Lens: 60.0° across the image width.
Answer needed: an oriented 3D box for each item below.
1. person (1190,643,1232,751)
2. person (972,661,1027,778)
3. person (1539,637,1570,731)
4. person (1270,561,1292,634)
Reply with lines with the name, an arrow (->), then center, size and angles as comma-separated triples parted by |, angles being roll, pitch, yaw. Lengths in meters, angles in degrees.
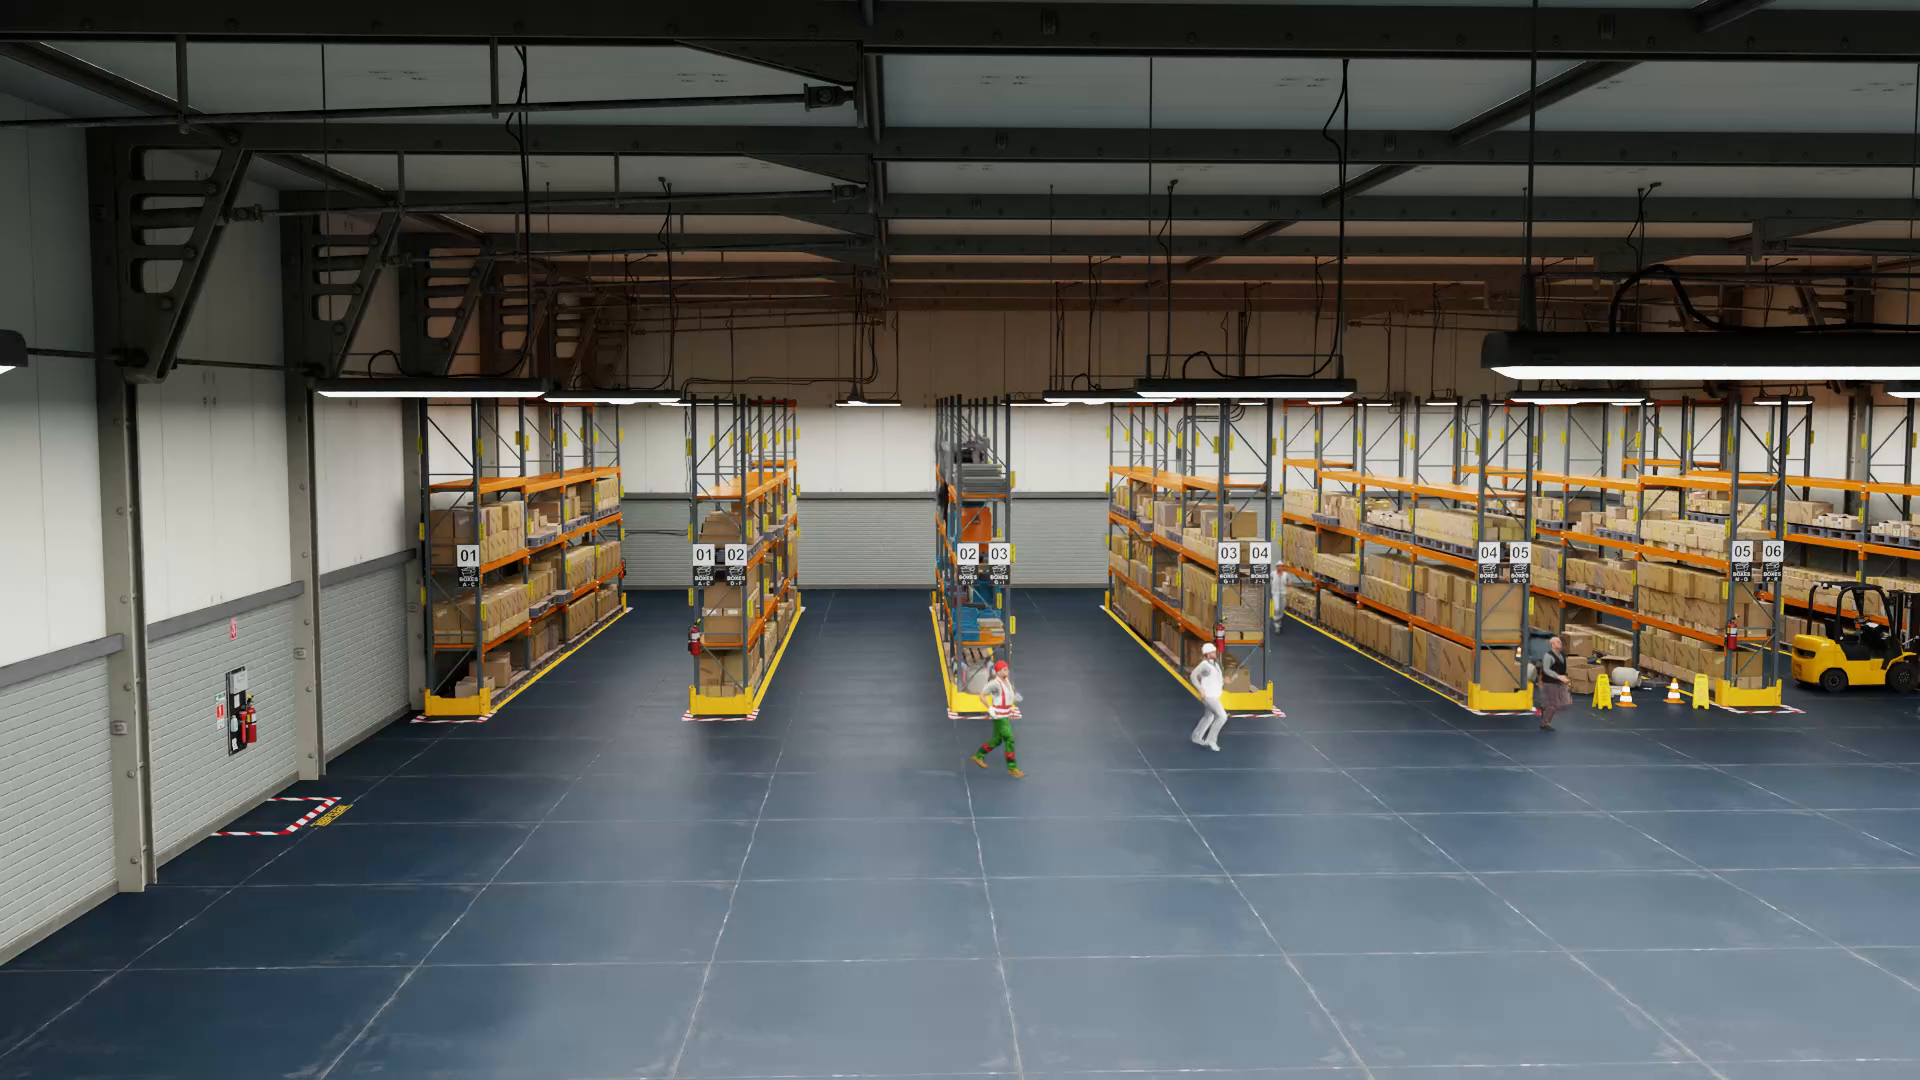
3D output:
person -> 4.227, 2.642, 27.980 | 0.729, 1.807, 0.627 | 2, 5, 26
person -> 0.627, 2.775, 26.019 | 0.928, 1.804, 0.633 | 2, 5, 22
person -> 10.615, 2.562, 29.620 | 0.688, 1.683, 0.647 | -4, 6, -39
person -> 8.211, 1.447, 42.811 | 0.654, 1.834, 0.835 | 0, 4, -2
